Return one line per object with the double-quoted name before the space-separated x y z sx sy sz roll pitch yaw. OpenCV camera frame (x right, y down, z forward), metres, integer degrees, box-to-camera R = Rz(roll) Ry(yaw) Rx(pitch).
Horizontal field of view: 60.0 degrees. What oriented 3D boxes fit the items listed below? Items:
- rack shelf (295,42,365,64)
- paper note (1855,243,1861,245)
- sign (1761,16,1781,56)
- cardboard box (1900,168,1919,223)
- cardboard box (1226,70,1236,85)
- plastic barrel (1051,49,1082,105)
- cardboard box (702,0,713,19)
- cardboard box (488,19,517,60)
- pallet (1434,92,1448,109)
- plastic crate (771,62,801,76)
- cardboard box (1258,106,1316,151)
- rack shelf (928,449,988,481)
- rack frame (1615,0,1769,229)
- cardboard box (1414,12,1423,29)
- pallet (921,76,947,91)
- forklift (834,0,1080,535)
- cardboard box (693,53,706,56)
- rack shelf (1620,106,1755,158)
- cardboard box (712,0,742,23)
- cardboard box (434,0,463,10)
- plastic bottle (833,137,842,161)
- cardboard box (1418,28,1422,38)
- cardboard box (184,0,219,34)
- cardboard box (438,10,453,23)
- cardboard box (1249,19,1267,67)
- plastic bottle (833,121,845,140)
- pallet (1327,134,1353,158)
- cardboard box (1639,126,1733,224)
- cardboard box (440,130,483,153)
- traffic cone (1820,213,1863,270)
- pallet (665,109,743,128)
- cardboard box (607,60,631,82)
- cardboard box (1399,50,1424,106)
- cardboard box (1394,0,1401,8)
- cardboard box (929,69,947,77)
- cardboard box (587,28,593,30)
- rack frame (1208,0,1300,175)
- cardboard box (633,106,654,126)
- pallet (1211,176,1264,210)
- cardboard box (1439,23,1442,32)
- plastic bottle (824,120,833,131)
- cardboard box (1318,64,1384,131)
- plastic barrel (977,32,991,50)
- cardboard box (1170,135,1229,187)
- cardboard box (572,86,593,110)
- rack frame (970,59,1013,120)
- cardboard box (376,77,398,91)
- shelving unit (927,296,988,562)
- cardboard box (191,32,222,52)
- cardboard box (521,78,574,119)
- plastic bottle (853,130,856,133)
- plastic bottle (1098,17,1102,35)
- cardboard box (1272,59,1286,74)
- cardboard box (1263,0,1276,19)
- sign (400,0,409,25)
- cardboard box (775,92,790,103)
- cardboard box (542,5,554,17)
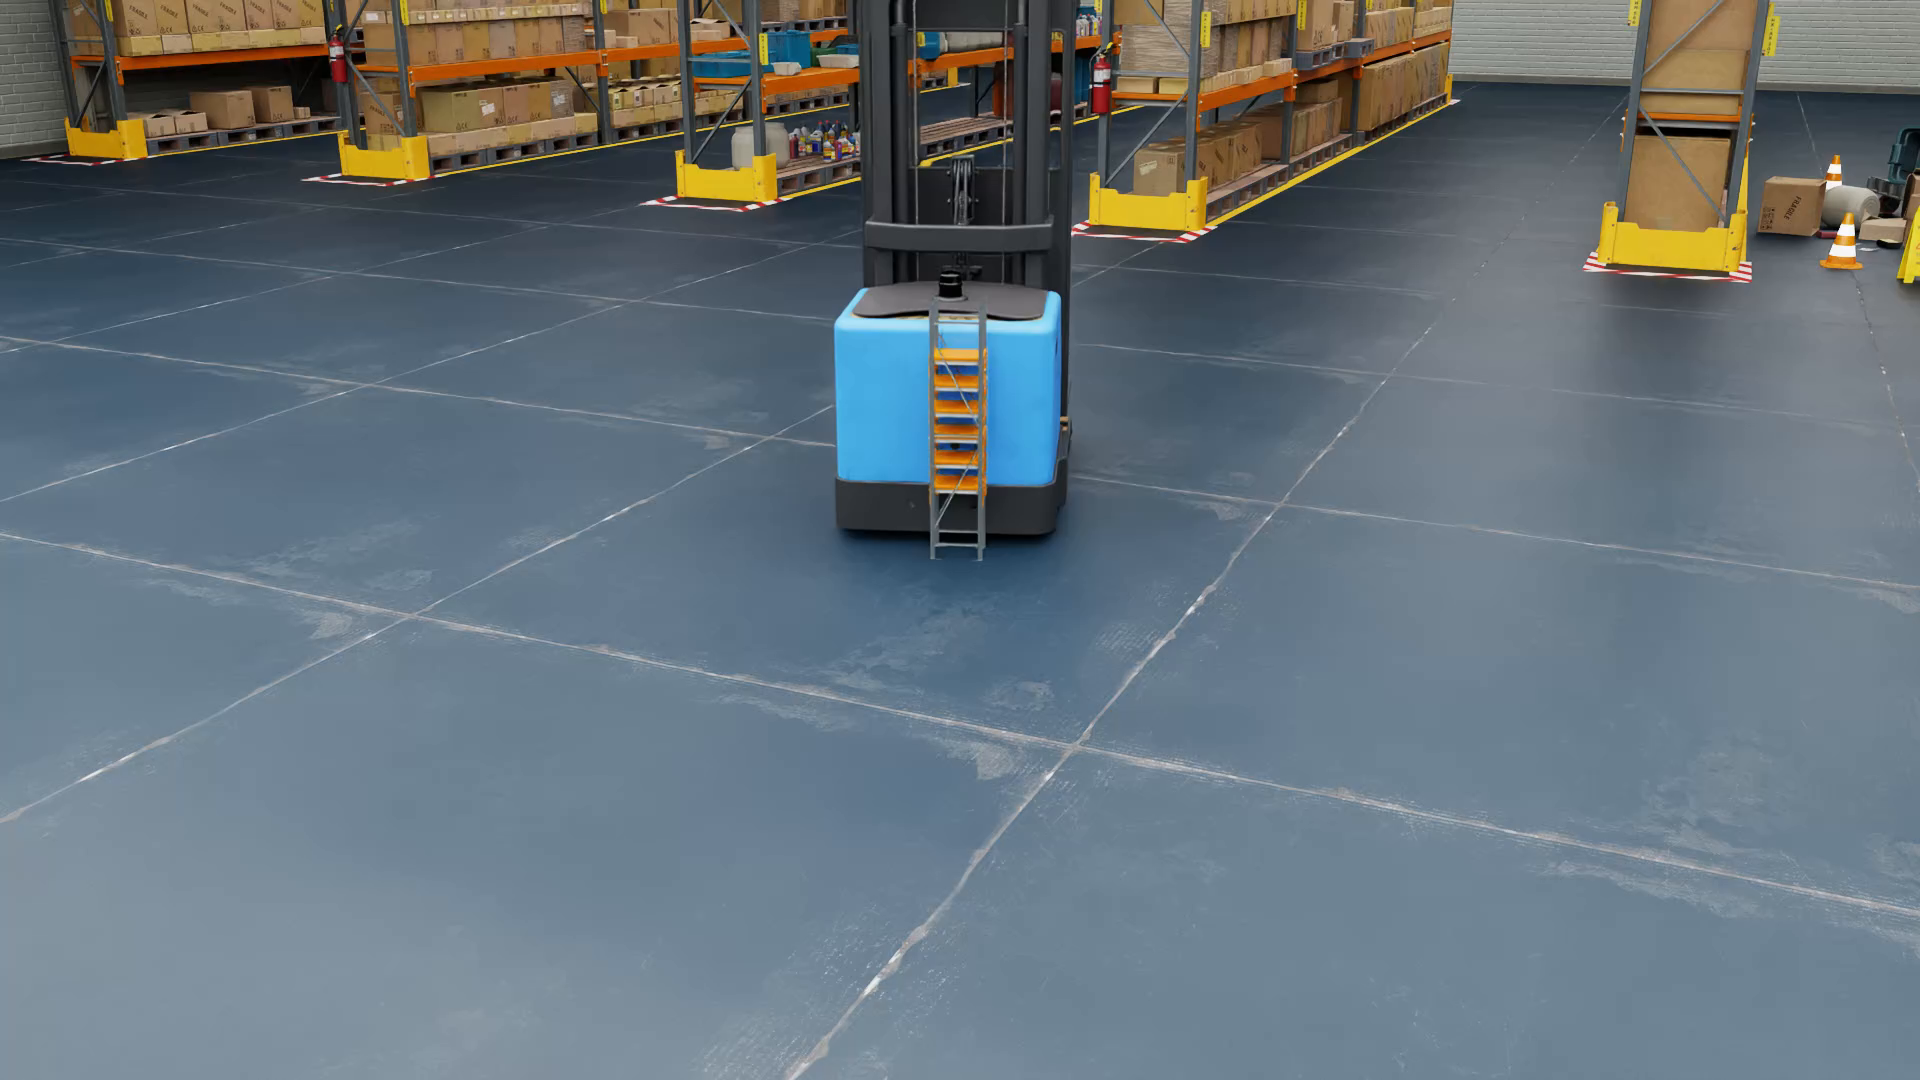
"rack shelf" -9.221 -8.145 27.469 1.077 0.370 4.000 9 21 23
"paper note" 8.595 -2.831 15.915 0.123 0.001 0.032 -14 24 -33
"sign" 6.867 -4.267 14.079 0.100 0.325 0.005 9 21 23
"cardboard box" 9.705 -3.310 16.323 0.797 0.637 0.503 9 21 23
"cardboard box" 2.719 -4.930 17.729 0.380 0.149 0.250 9 21 23
"plastic barrel" 1.746 -7.788 27.895 0.600 0.901 0.708 9 21 23
"cardboard box" -5.613 -11.301 34.822 0.980 0.700 0.700 8 21 22
"cardboard box" -6.323 -6.633 21.994 0.700 0.500 0.500 9 22 24
"pallet" 8.175 -7.933 29.960 1.003 0.211 1.213 9 21 23
"plastic crate" -1.979 -5.396 19.058 0.298 0.136 0.250 9 21 23
"cardboard box" 4.229 -5.362 21.644 0.700 0.500 0.500 7 21 18
"rack shelf" -0.008 -0.343 7.633 0.258 0.103 0.180 2 20 5
"rack frame" 6.363 -3.899 14.457 1.000 3.000 0.127 9 21 23
"cardboard box" 7.224 -8.456 27.050 0.500 0.250 0.500 8 21 22
"pallet" -0.962 -9.281 33.752 1.003 0.211 1.213 9 21 23
"forklift" 0.058 -1.855 8.810 1.130 2.935 3.031 2 20 5
"cardboard box" -5.731 -10.027 34.789 0.700 0.500 0.500 8 21 21
"rack shelf" 7.182 -4.172 16.297 1.077 0.370 4.000 9 21 23
"cardboard box" -3.726 -8.870 27.657 0.700 0.500 0.500 2 20 4
"cardboard box" -6.722 -6.948 20.945 0.700 0.500 0.500 8 21 21
"plastic bottle" -1.503 -4.796 20.376 0.061 0.283 0.133 9 21 24
"cardboard box" 7.325 -8.286 27.166 0.380 0.149 0.250 8 21 21
"cardboard box" -10.779 -7.353 23.244 0.500 0.500 0.500 8 21 21
"cardboard box" -6.591 -6.572 20.853 0.380 0.149 0.250 9 21 23
"cardboard box" 2.927 -5.577 18.581 0.875 0.500 0.500 9 21 23
"plastic bottle" -1.579 -5.263 21.587 0.144 0.351 0.185 9 21 23
"pallet" 4.834 -5.504 23.130 1.003 0.211 1.213 9 21 23
"cardboard box" 6.939 -3.582 16.108 0.875 0.875 0.875 8 21 22
"cardboard box" -6.533 -5.160 21.479 0.500 0.250 0.500 9 21 23
"traffic cone" 7.876 -2.672 14.791 0.336 0.463 0.334 9 21 23
"pallet" -4.254 -6.857 26.934 1.003 0.211 1.213 9 21 23
"cardboard box" -6.911 -9.287 32.187 0.750 0.750 0.750 9 21 23
"cardboard box" 7.136 -7.667 27.594 0.875 0.875 0.875 9 21 23
"cardboard box" 6.539 -8.603 26.035 0.797 0.503 0.637 8 21 21
"cardboard box" -0.603 -9.692 33.819 0.500 0.500 0.500 9 21 23
"cardboard box" -5.327 -7.425 24.570 0.396 0.266 0.258 8 21 21
"rack frame" 3.517 -5.834 19.896 1.000 3.000 0.127 9 21 23
"cardboard box" -4.917 -6.342 24.801 0.500 0.250 0.500 9 22 24
"pallet" 2.776 -3.935 18.720 1.003 0.211 1.213 9 21 23
"cardboard box" 8.169 -8.917 28.941 0.380 0.149 0.250 8 21 21
"plastic bottle" -1.711 -5.283 21.643 0.144 0.351 0.185 9 22 24
"cardboard box" 5.457 -6.461 24.205 1.225 0.875 0.875 8 21 20
"plastic barrel" 0.238 -7.316 23.897 0.421 0.512 0.421 0 20 0
"cardboard box" 2.637 -4.196 18.394 0.500 0.500 0.500 11 22 28
"cardboard box" -5.615 -6.524 24.476 0.500 0.311 0.500 9 21 23
"rack frame" 0.636 -7.736 25.245 1.000 3.000 0.127 9 21 23
"cardboard box" -9.588 -7.294 27.077 0.700 0.500 0.500 8 21 22
"shelving unit" -0.008 -0.498 7.578 0.258 1.200 0.189 2 20 5
"cardboard box" -10.775 -7.010 23.397 0.500 0.250 0.500 8 21 22
"cardboard box" -5.725 -6.127 23.077 0.500 0.500 0.500 9 21 23
"plastic bottle" -1.317 -5.053 21.098 0.061 0.283 0.133 9 21 23
"plastic bottle" 2.355 -8.662 28.023 0.061 0.283 0.133 9 21 23
"cardboard box" 3.586 -5.534 19.428 0.380 0.149 0.250 9 21 23
"cardboard box" 3.175 -6.011 18.309 0.500 0.500 0.500 9 21 23
"sign" -6.653 -6.338 19.905 0.100 0.325 0.005 9 21 23
"cardboard box" -3.225 -7.707 28.238 0.500 0.500 0.500 8 21 21
"cardboard box" -5.750 -7.198 22.615 0.380 0.149 0.250 9 21 23
